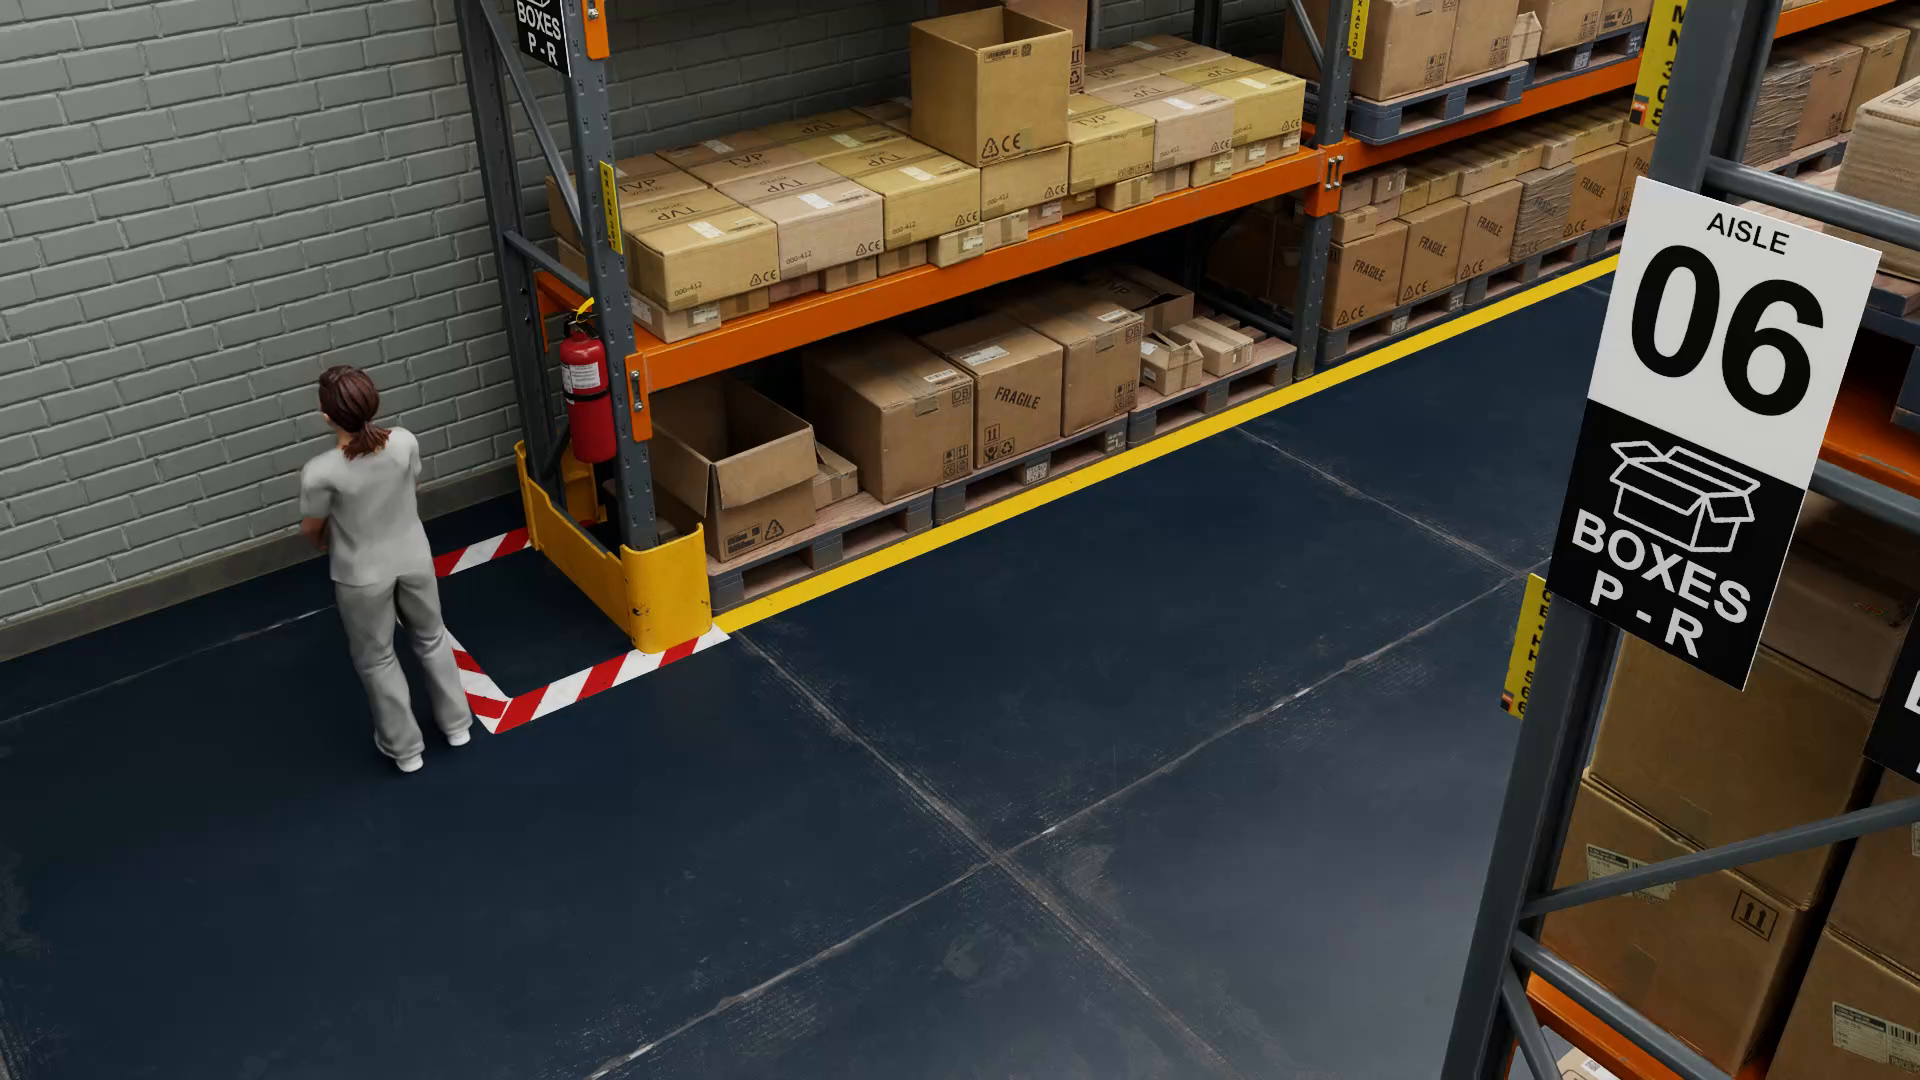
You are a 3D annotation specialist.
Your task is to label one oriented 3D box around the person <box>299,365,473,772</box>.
[{"bbox_3d":[-2.111,0.089,5.996,0.458,1.674,0.540,-26,41,-35],"label":"person"}]
